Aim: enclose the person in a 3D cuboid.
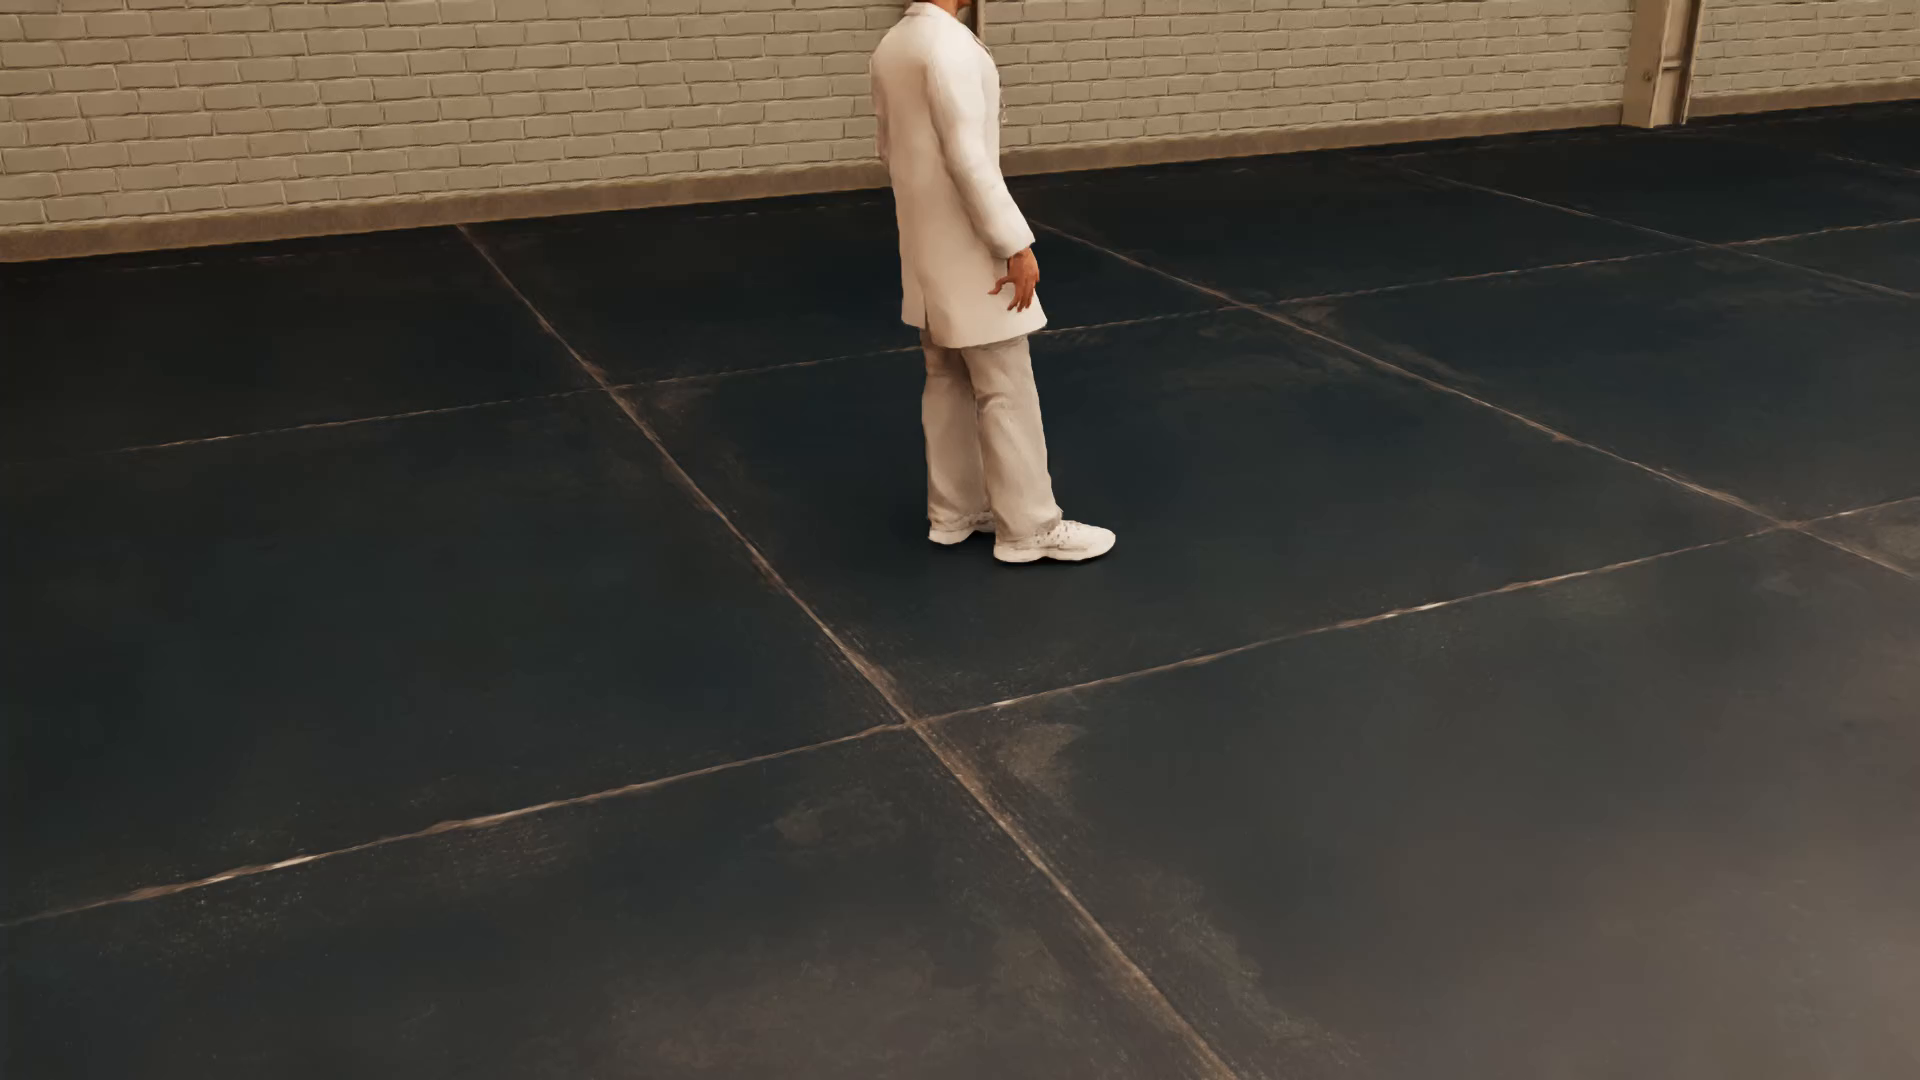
[{"bbox_3d":[0.084,-0.841,4.795,0.579,1.776,0.694,-10,25,-23],"label":"person"}]
